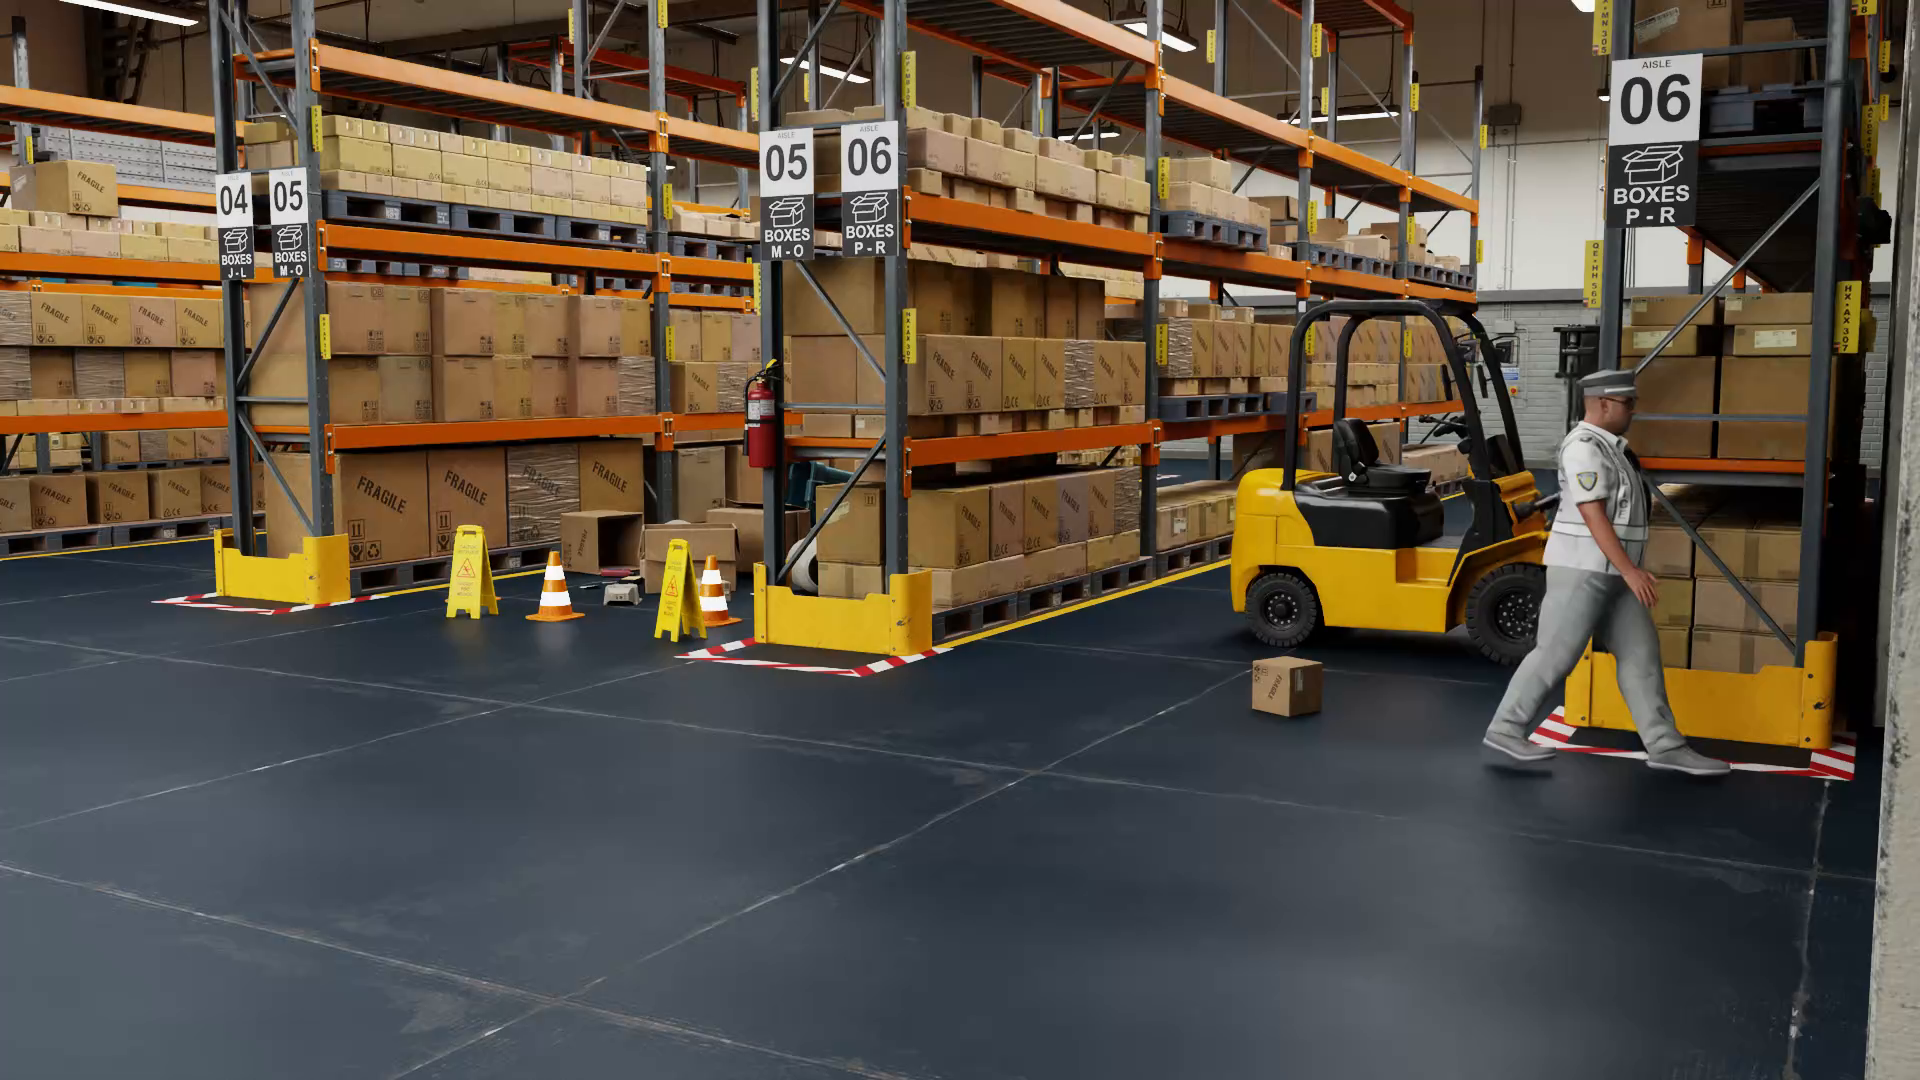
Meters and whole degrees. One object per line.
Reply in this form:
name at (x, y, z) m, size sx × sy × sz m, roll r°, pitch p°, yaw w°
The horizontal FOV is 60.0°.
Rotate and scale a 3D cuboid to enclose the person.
person at (2.770, 0.126, 7.076) m, size 0.981 × 1.704 × 0.554 m, roll 4°, pitch 7°, yaw 36°
